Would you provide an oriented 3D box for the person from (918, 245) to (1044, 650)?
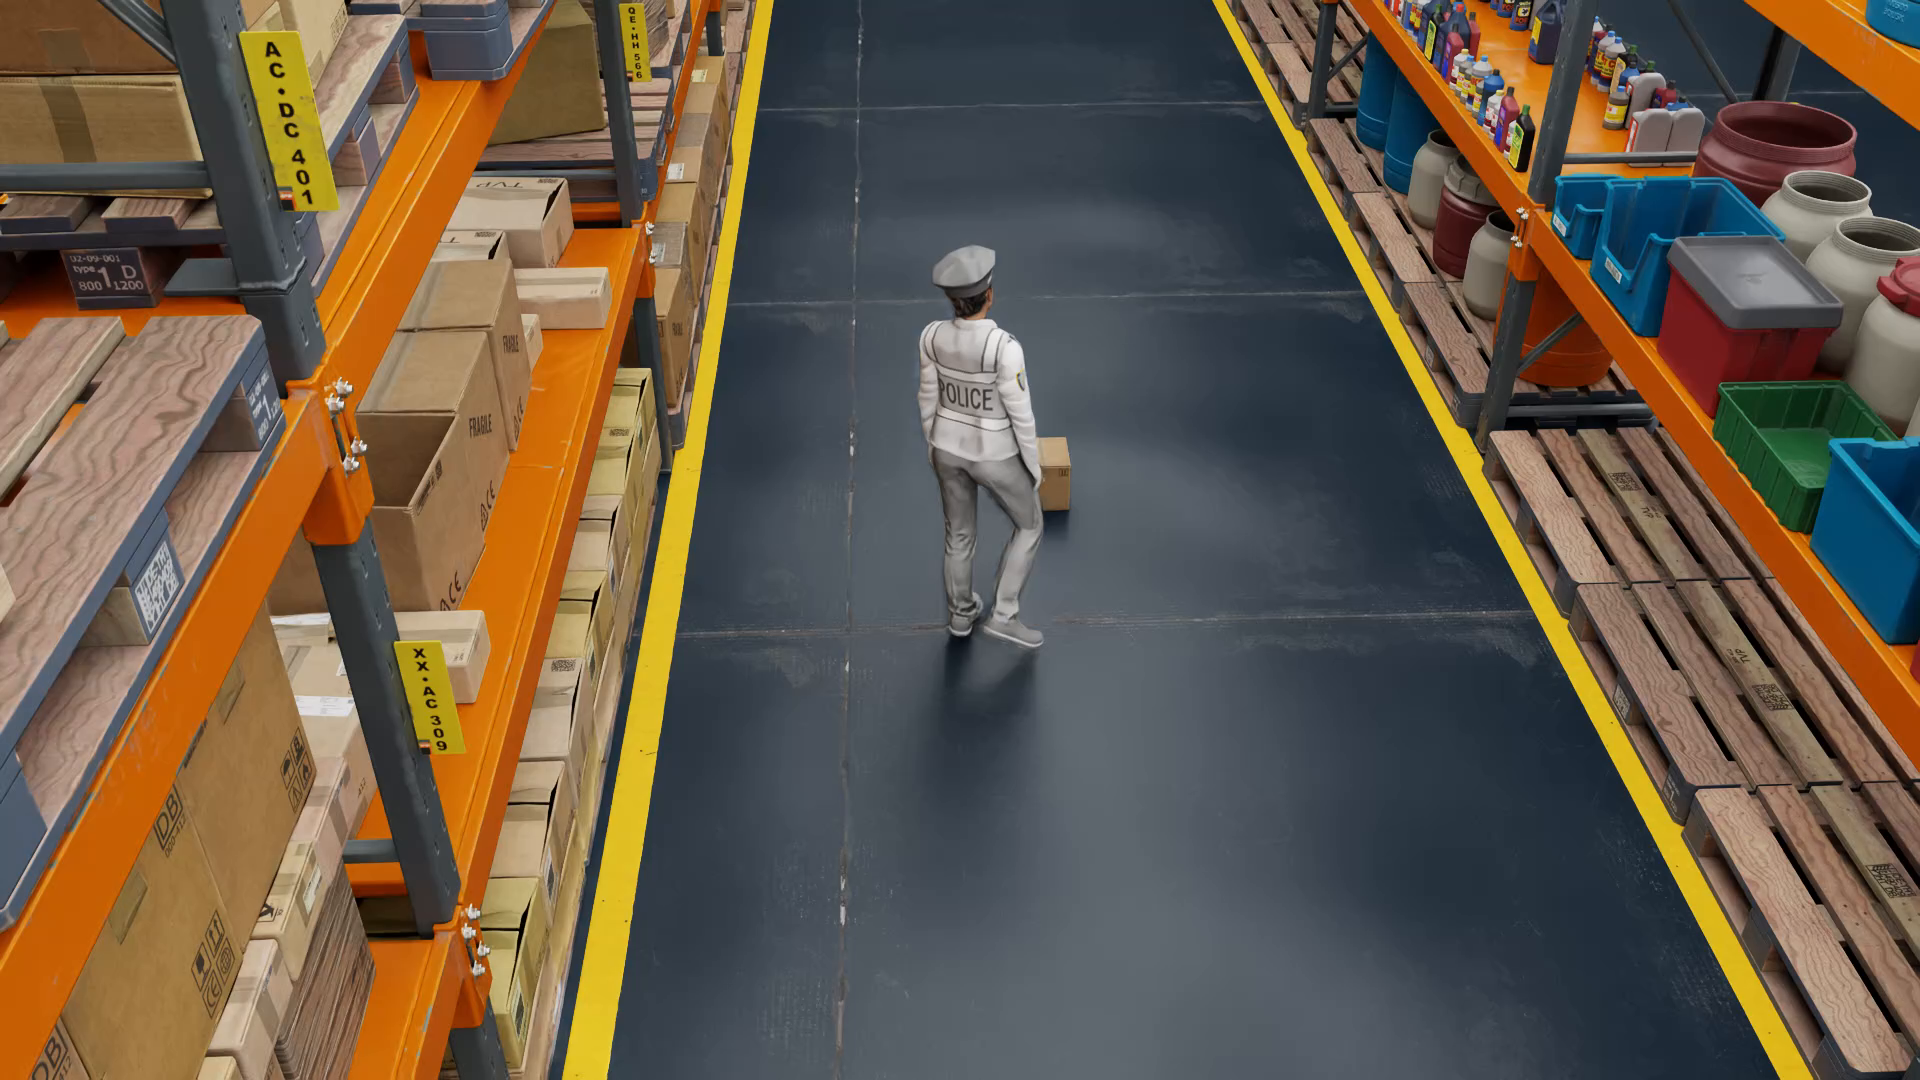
[{"bbox_3d":[0.092,-0.310,6.550,0.609,1.667,0.421,18,39,24],"label":"person"}]
